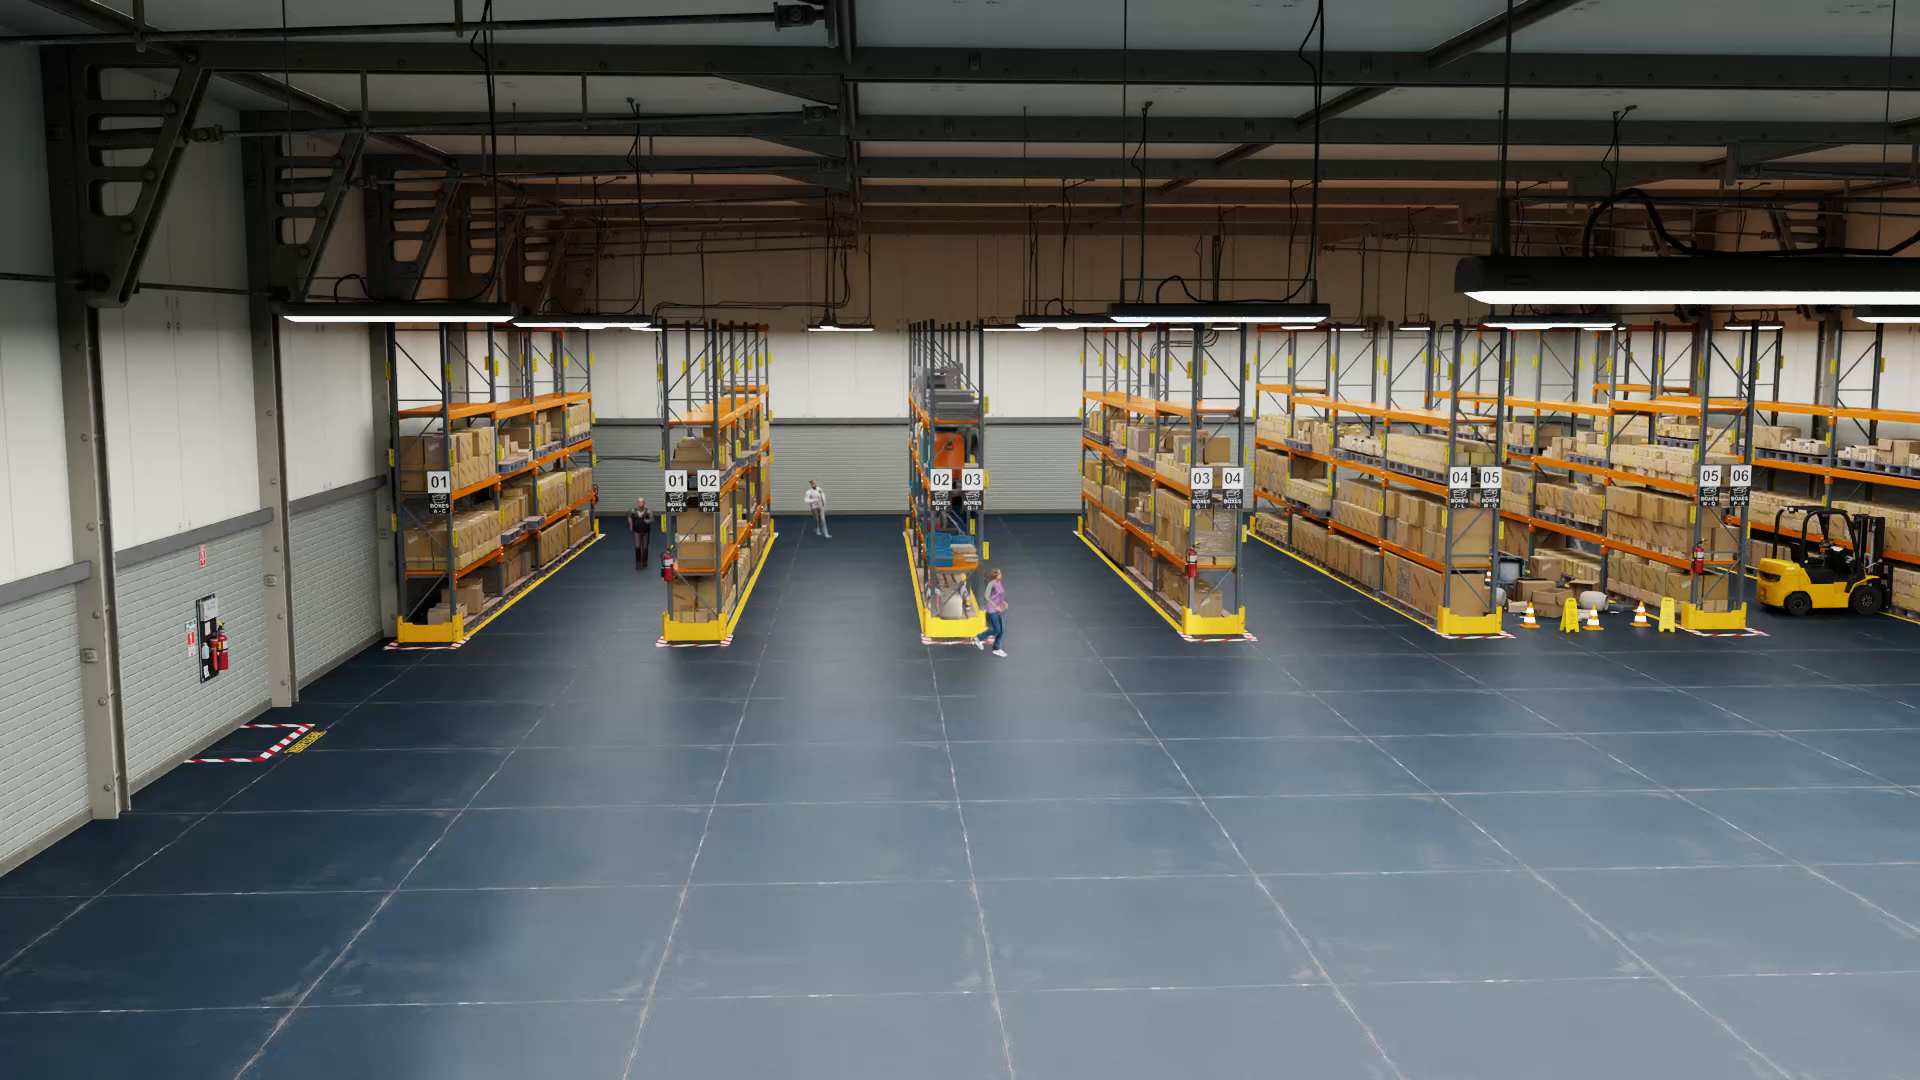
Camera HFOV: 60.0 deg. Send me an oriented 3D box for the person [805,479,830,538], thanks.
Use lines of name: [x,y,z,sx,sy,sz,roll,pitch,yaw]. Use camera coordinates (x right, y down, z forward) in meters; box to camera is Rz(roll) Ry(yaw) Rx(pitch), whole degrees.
person: [-4.082,-0.910,46.922,0.632,1.653,0.919,-3,8,-22]

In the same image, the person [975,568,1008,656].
person: [0.579,1.281,29.807,0.609,1.584,0.564,4,8,27]

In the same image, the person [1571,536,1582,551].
person: [15.903,-0.370,42.817,0.614,1.711,0.823,0,7,0]

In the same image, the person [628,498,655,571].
person: [-7.772,-0.128,40.572,0.641,1.781,0.727,-1,7,-10]
